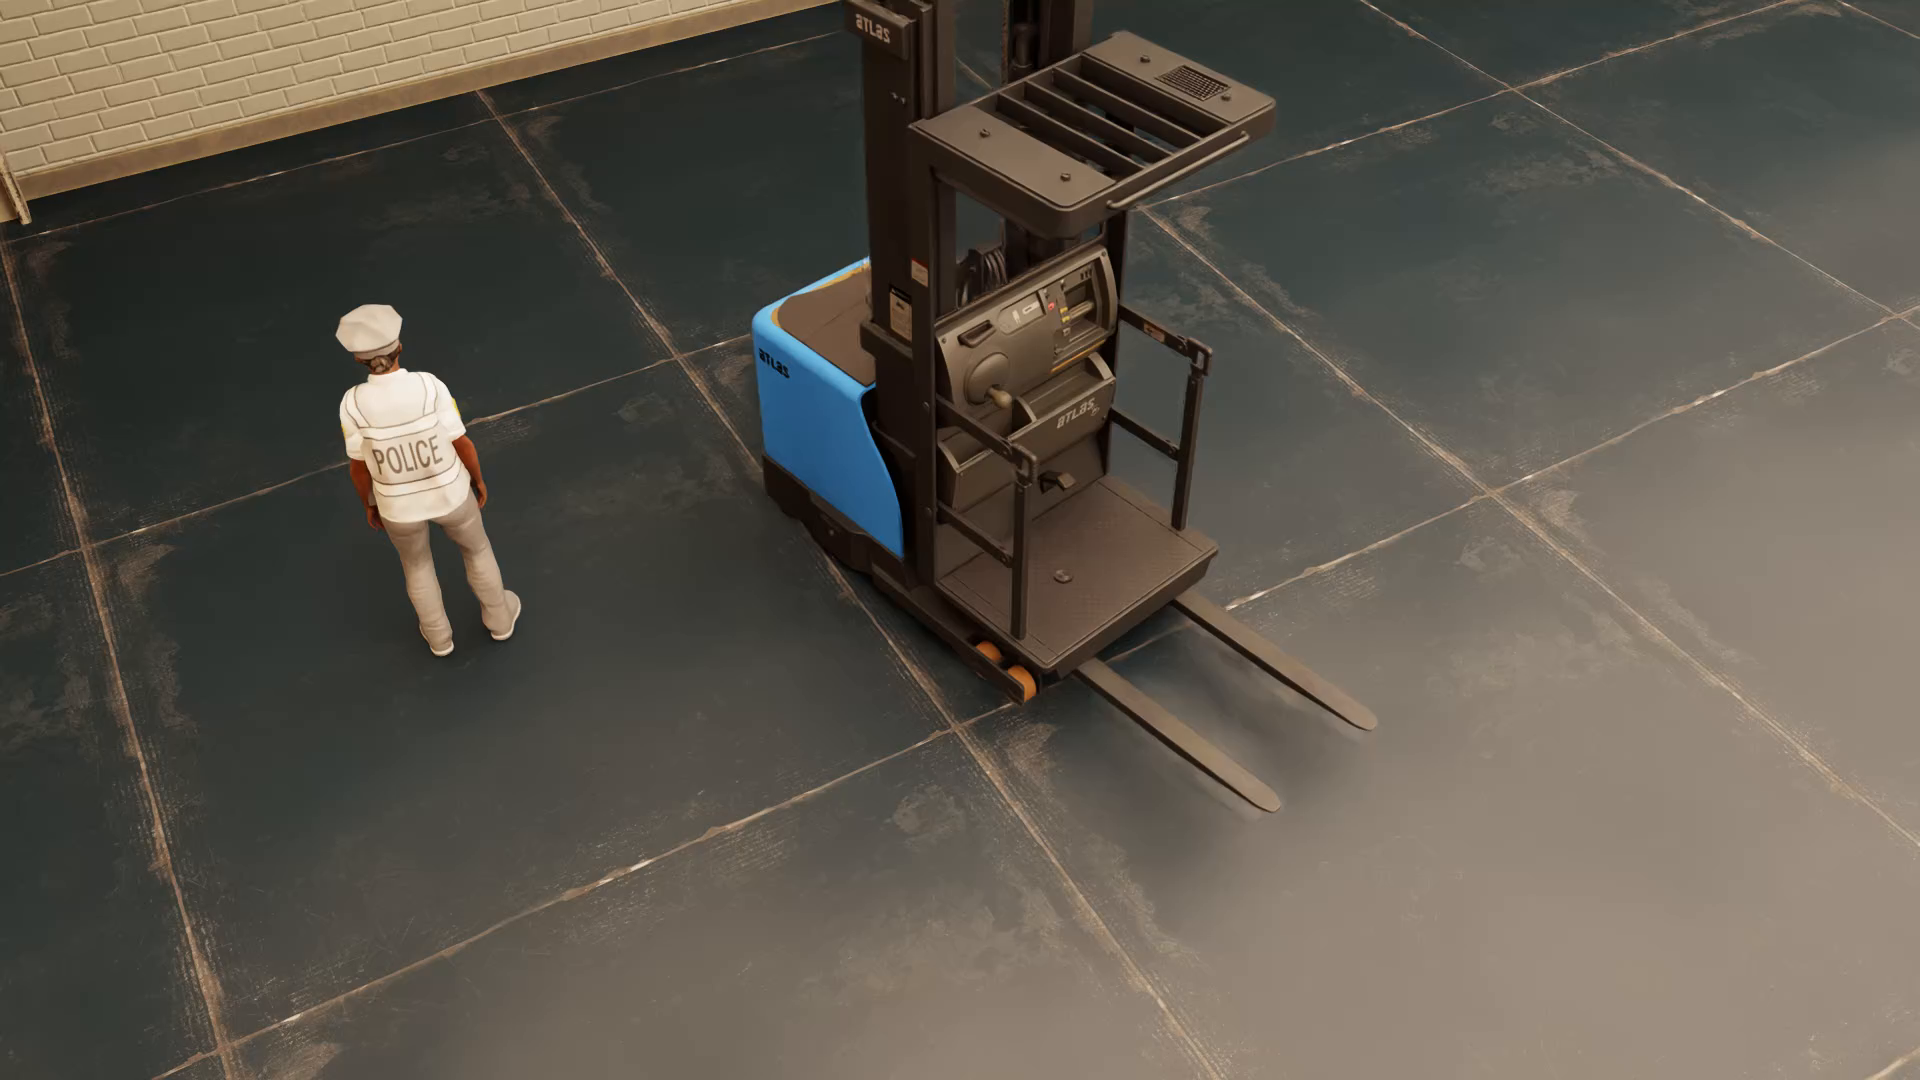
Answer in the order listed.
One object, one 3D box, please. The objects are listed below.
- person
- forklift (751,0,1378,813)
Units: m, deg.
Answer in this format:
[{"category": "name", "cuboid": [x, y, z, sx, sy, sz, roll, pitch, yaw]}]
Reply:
[{"category": "person", "cuboid": [-2.199, -0.192, 6.844, 0.512, 1.656, 0.397, -13, 44, -14]}, {"category": "forklift", "cuboid": [0.424, -0.773, 6.531, 1.130, 2.935, 3.031, -32, 52, -30]}]
